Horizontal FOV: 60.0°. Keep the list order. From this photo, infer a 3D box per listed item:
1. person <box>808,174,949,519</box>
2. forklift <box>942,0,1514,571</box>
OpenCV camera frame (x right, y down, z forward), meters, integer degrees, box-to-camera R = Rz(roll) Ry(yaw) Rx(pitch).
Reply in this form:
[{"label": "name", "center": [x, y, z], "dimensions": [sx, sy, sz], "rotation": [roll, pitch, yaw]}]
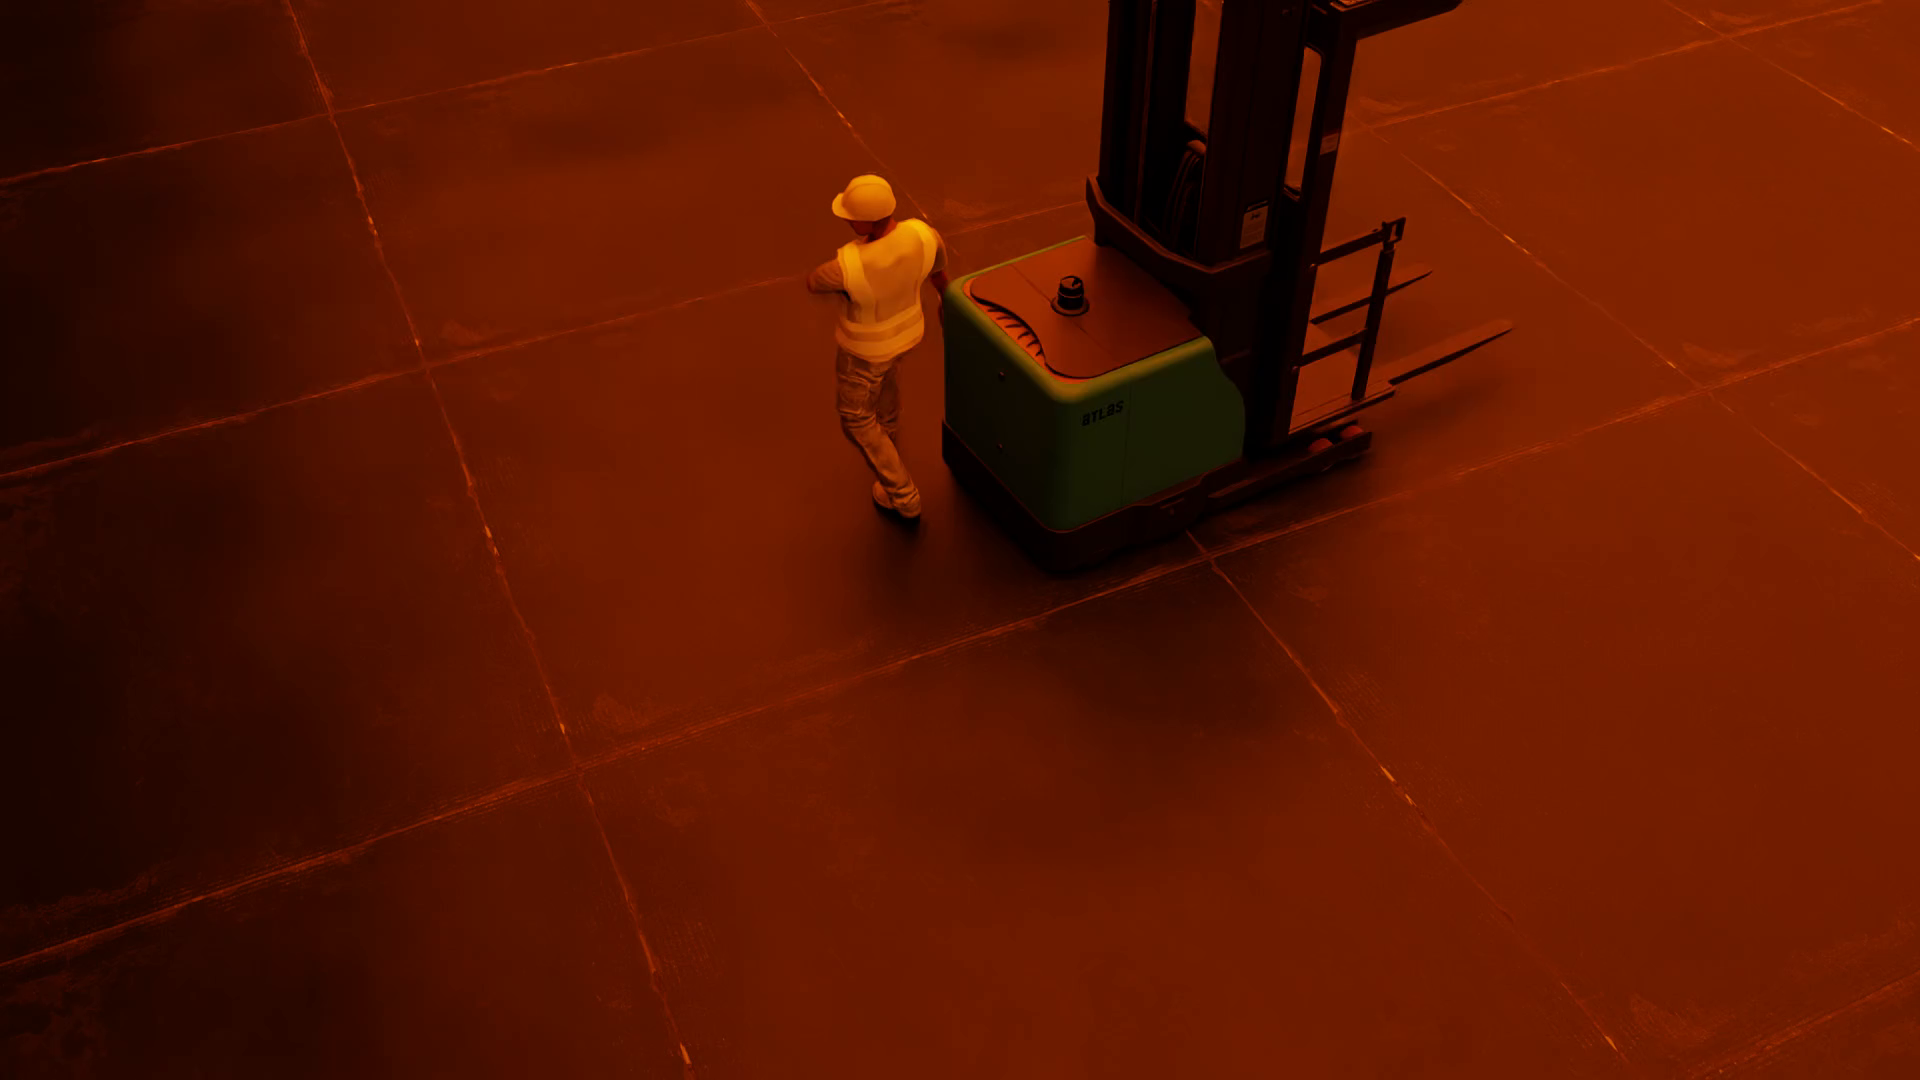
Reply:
[{"label": "person", "center": [-0.336, -0.995, 7.675], "dimensions": [0.814, 1.694, 0.729], "rotation": [33, 52, 30]}, {"label": "forklift", "center": [1.439, -1.692, 7.493], "dimensions": [3.031, 2.935, 1.130], "rotation": [-23, 48, -22]}]
